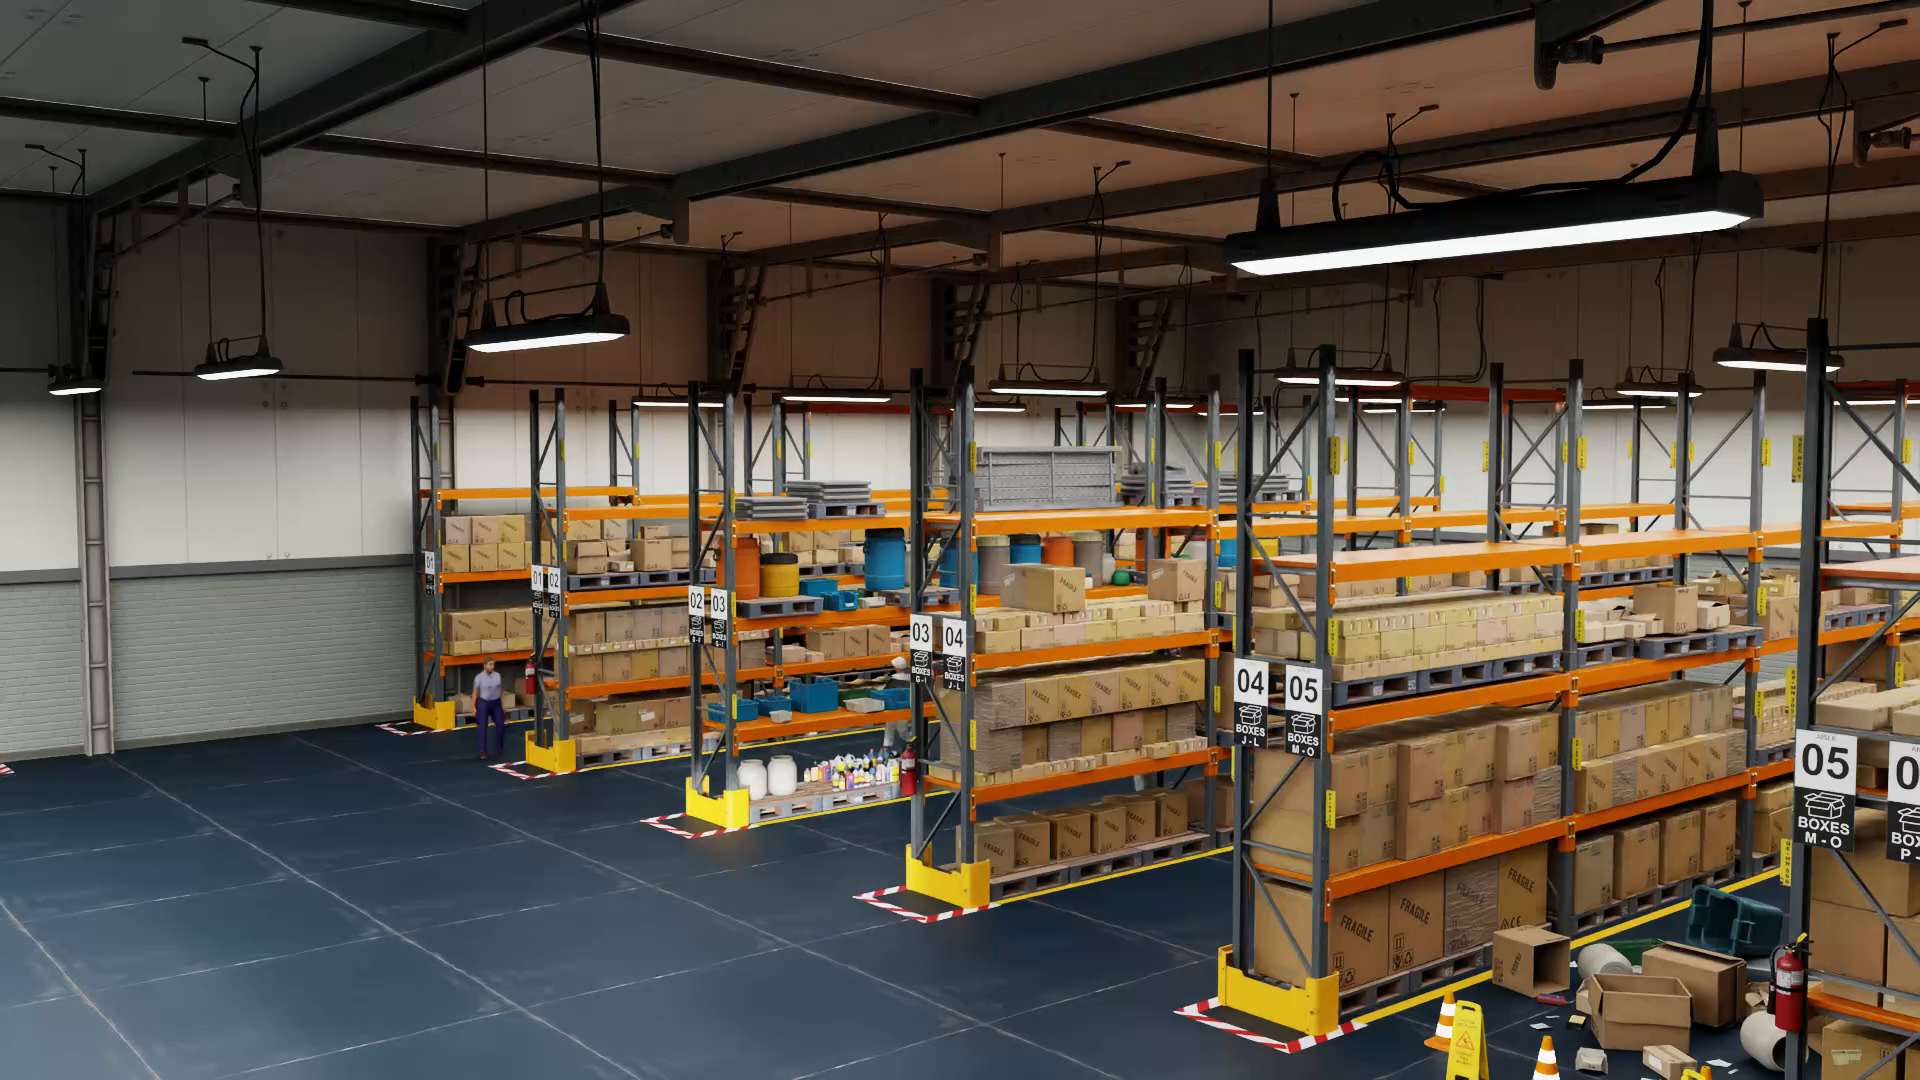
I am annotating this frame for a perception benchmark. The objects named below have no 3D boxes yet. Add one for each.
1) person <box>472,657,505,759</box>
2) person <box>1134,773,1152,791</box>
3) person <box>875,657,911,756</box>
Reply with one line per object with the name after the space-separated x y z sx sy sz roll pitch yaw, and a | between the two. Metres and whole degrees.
-7.730 2.765 27.262 0.574 1.699 0.359 -3 4 -41 | person
2.539 2.933 23.372 0.395 1.699 0.514 2 4 29 | person
-0.998 2.724 26.670 0.974 1.733 0.510 0 3 0 | person
